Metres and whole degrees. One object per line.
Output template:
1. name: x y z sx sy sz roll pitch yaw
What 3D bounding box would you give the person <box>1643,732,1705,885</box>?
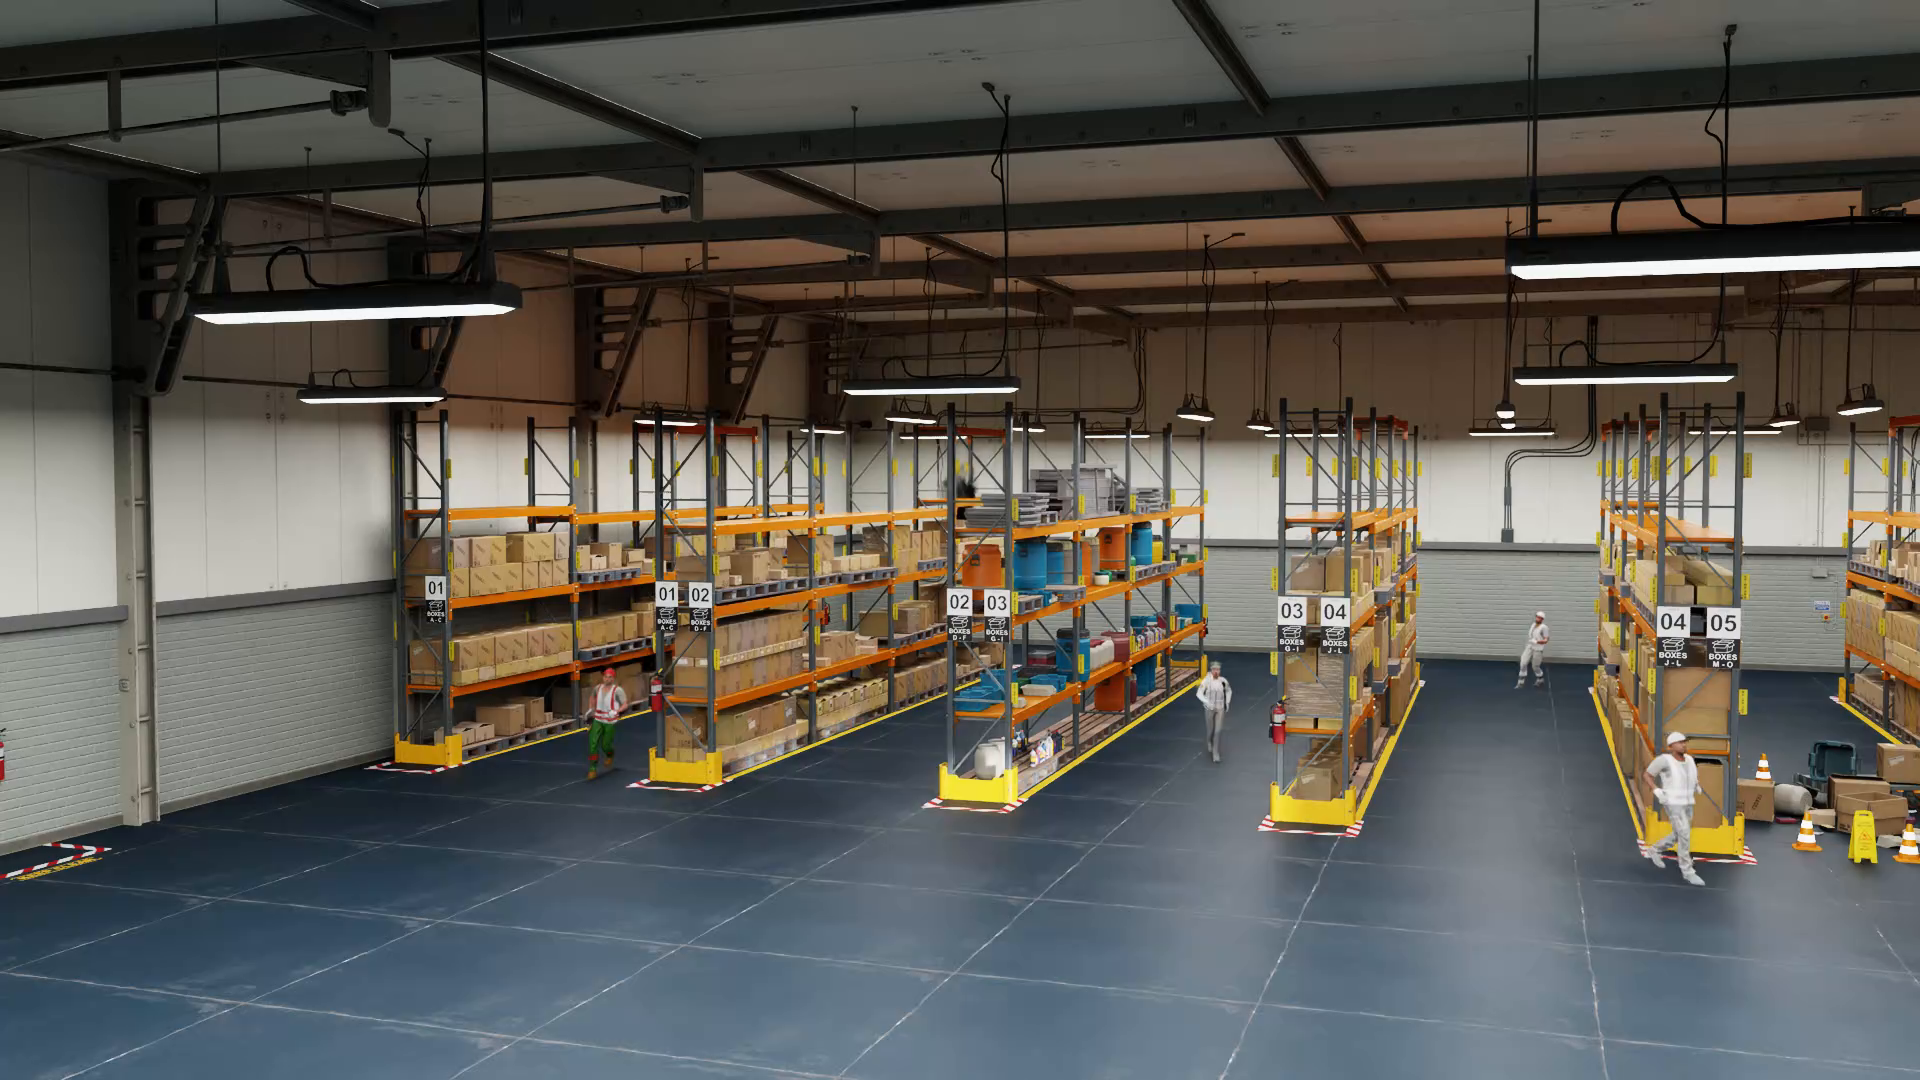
1. person: 8.793 3.255 20.381 0.696 1.796 0.883 -1 3 -28

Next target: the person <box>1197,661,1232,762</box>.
1. person: 4.399 2.933 28.726 0.620 1.696 0.784 0 2 5

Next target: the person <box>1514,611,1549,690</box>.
1. person: 12.933 2.491 37.463 0.900 1.768 0.697 -1 3 -31

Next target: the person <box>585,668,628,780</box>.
1. person: -5.761 2.974 27.145 0.701 1.782 0.874 0 2 9
